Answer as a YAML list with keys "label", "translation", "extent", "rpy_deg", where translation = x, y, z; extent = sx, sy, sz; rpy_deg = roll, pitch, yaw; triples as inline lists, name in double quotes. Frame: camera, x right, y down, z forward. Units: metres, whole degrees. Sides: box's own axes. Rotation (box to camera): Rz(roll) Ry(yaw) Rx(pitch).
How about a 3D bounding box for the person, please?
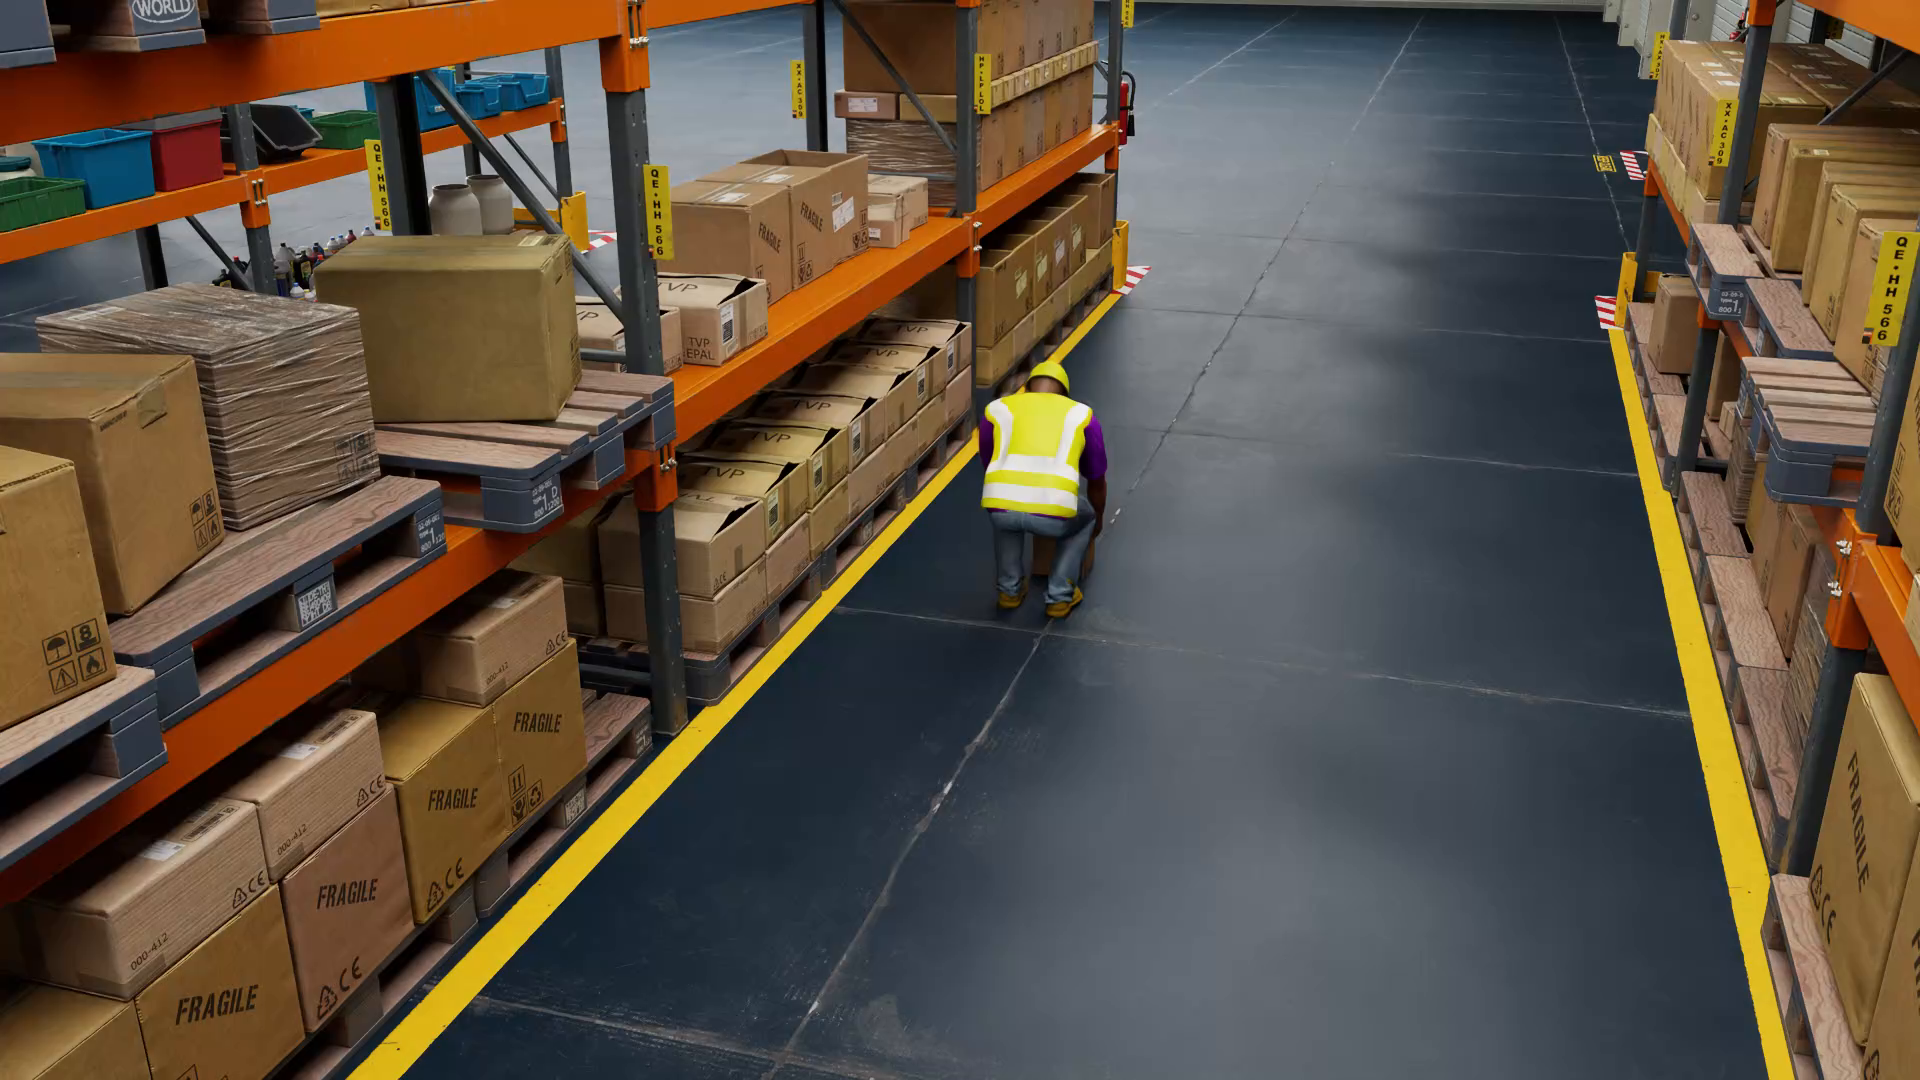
- label: "person"
  translation: [0.341, -0.229, 7.614]
  extent: [0.593, 1.039, 0.884]
  rpy_deg: [6, 23, 15]
